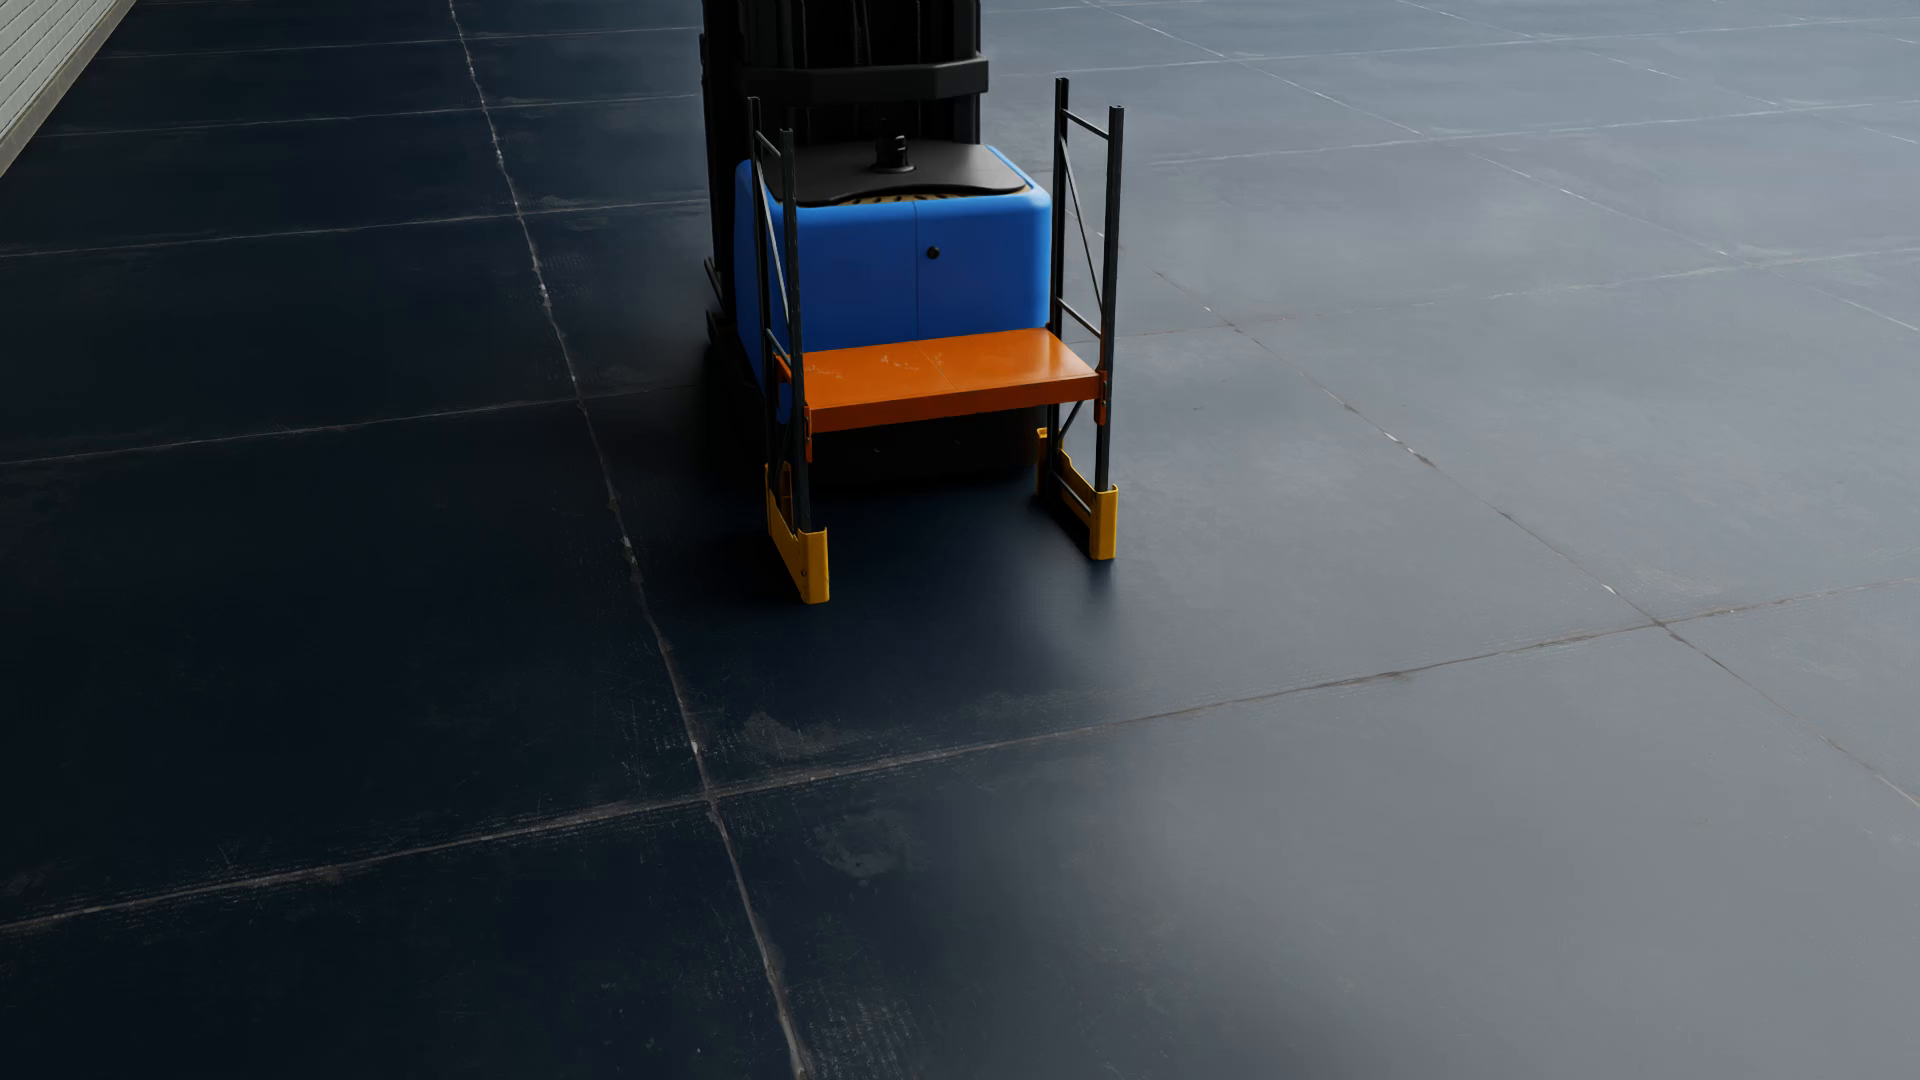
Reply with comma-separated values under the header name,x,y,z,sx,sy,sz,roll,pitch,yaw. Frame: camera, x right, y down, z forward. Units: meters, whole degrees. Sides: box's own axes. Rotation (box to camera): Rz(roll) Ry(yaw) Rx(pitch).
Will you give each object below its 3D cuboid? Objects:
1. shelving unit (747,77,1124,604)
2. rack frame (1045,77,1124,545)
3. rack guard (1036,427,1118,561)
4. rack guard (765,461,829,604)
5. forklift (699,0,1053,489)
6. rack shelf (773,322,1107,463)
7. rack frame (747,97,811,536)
name,x,y,z,sx,sy,sz,roll,pitch,yaw
shelving unit,-0.073,-0.661,5.395,1.083,1.500,0.587,-8,28,-16
rack frame,0.402,-0.730,5.534,0.032,1.500,0.500,-8,28,-16
rack guard,0.401,-0.170,5.811,0.087,0.250,0.587,-8,28,-16
rack guard,-0.546,-0.033,5.535,0.087,0.250,0.587,-8,28,-16
forklift,-0.518,-2.128,6.741,1.130,2.935,3.031,-6,27,-13
rack shelf,-0.081,-0.499,5.473,1.000,0.185,0.538,-8,28,-16
rack frame,-0.564,-0.590,5.252,0.032,1.500,0.500,-8,28,-16
